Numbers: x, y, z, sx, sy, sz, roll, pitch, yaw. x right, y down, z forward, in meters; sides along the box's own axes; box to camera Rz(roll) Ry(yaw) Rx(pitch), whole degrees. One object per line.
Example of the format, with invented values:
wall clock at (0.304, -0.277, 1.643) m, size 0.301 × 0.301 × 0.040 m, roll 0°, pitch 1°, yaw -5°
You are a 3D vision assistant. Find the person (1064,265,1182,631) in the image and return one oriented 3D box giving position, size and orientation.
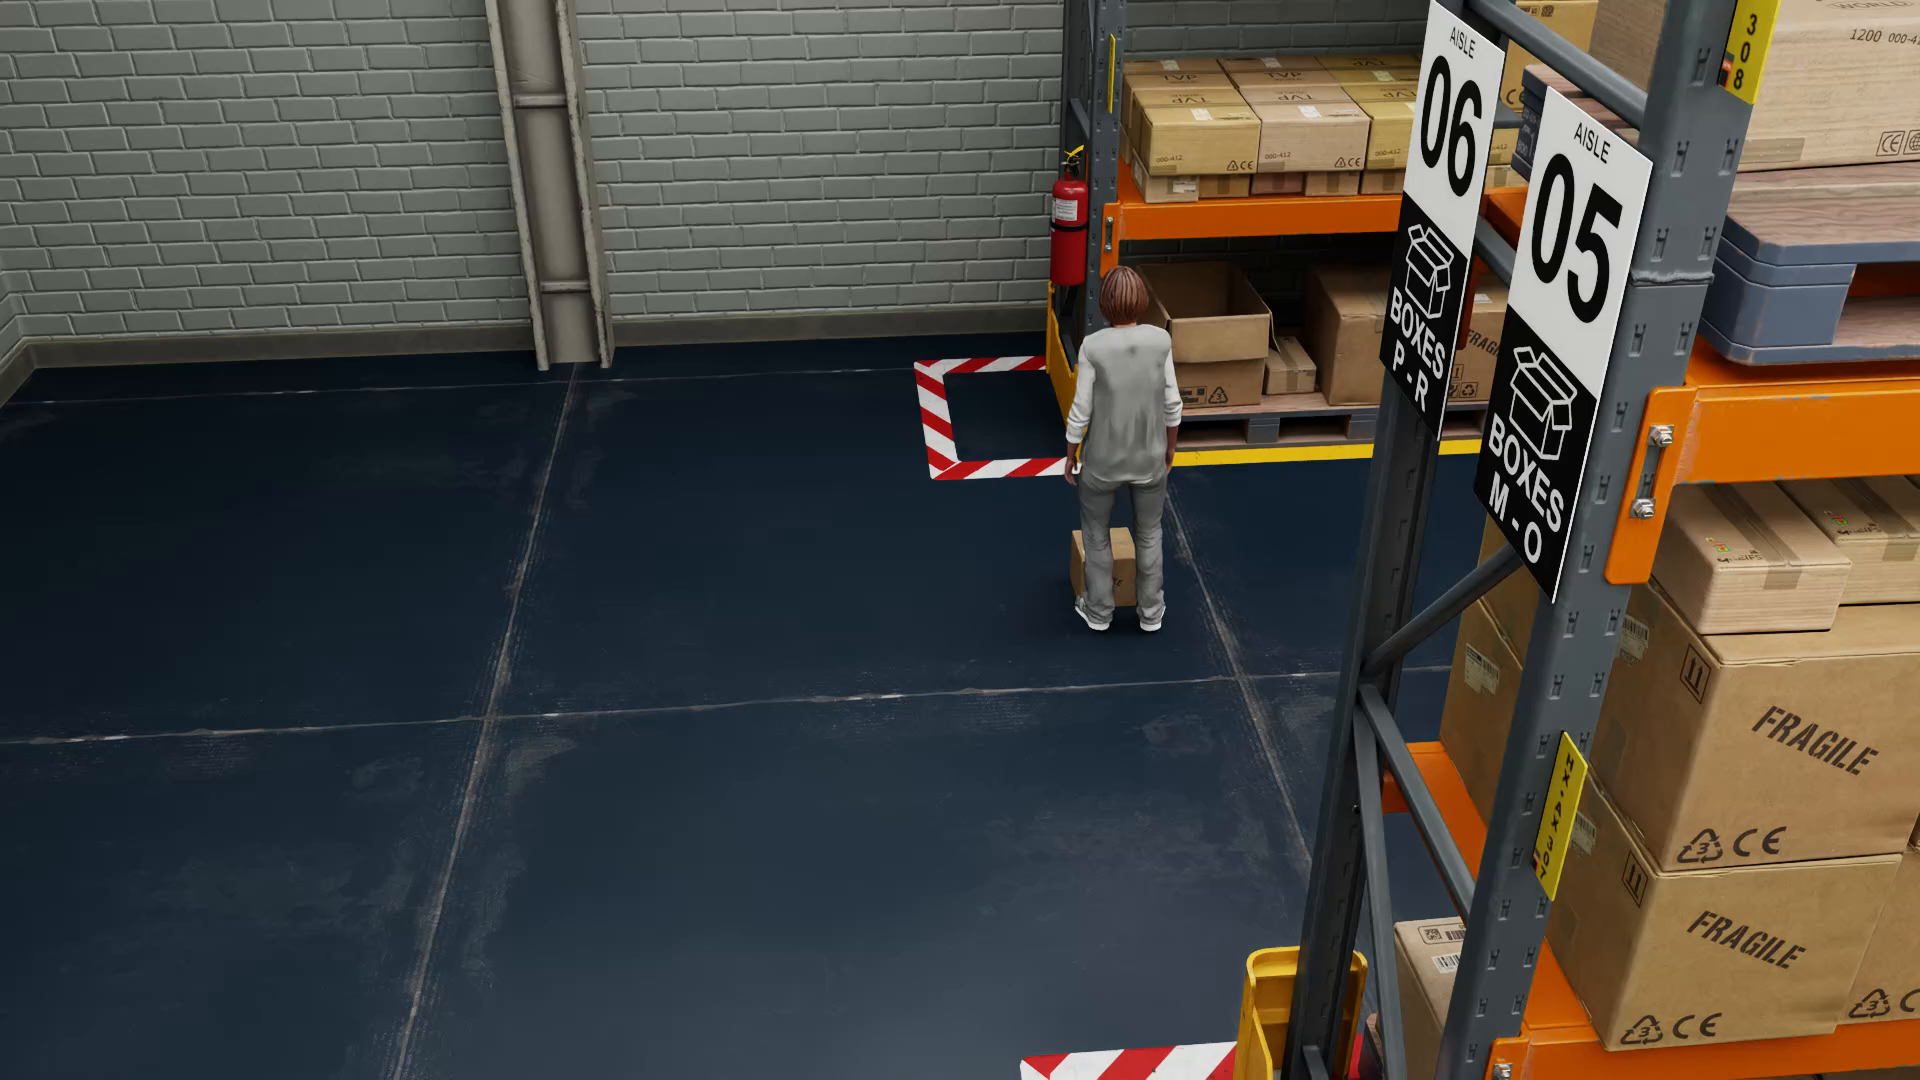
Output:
person at (0.652, -0.330, 6.683) m, size 0.485 × 1.593 × 0.374 m, roll -5°, pitch 32°, yaw -7°
